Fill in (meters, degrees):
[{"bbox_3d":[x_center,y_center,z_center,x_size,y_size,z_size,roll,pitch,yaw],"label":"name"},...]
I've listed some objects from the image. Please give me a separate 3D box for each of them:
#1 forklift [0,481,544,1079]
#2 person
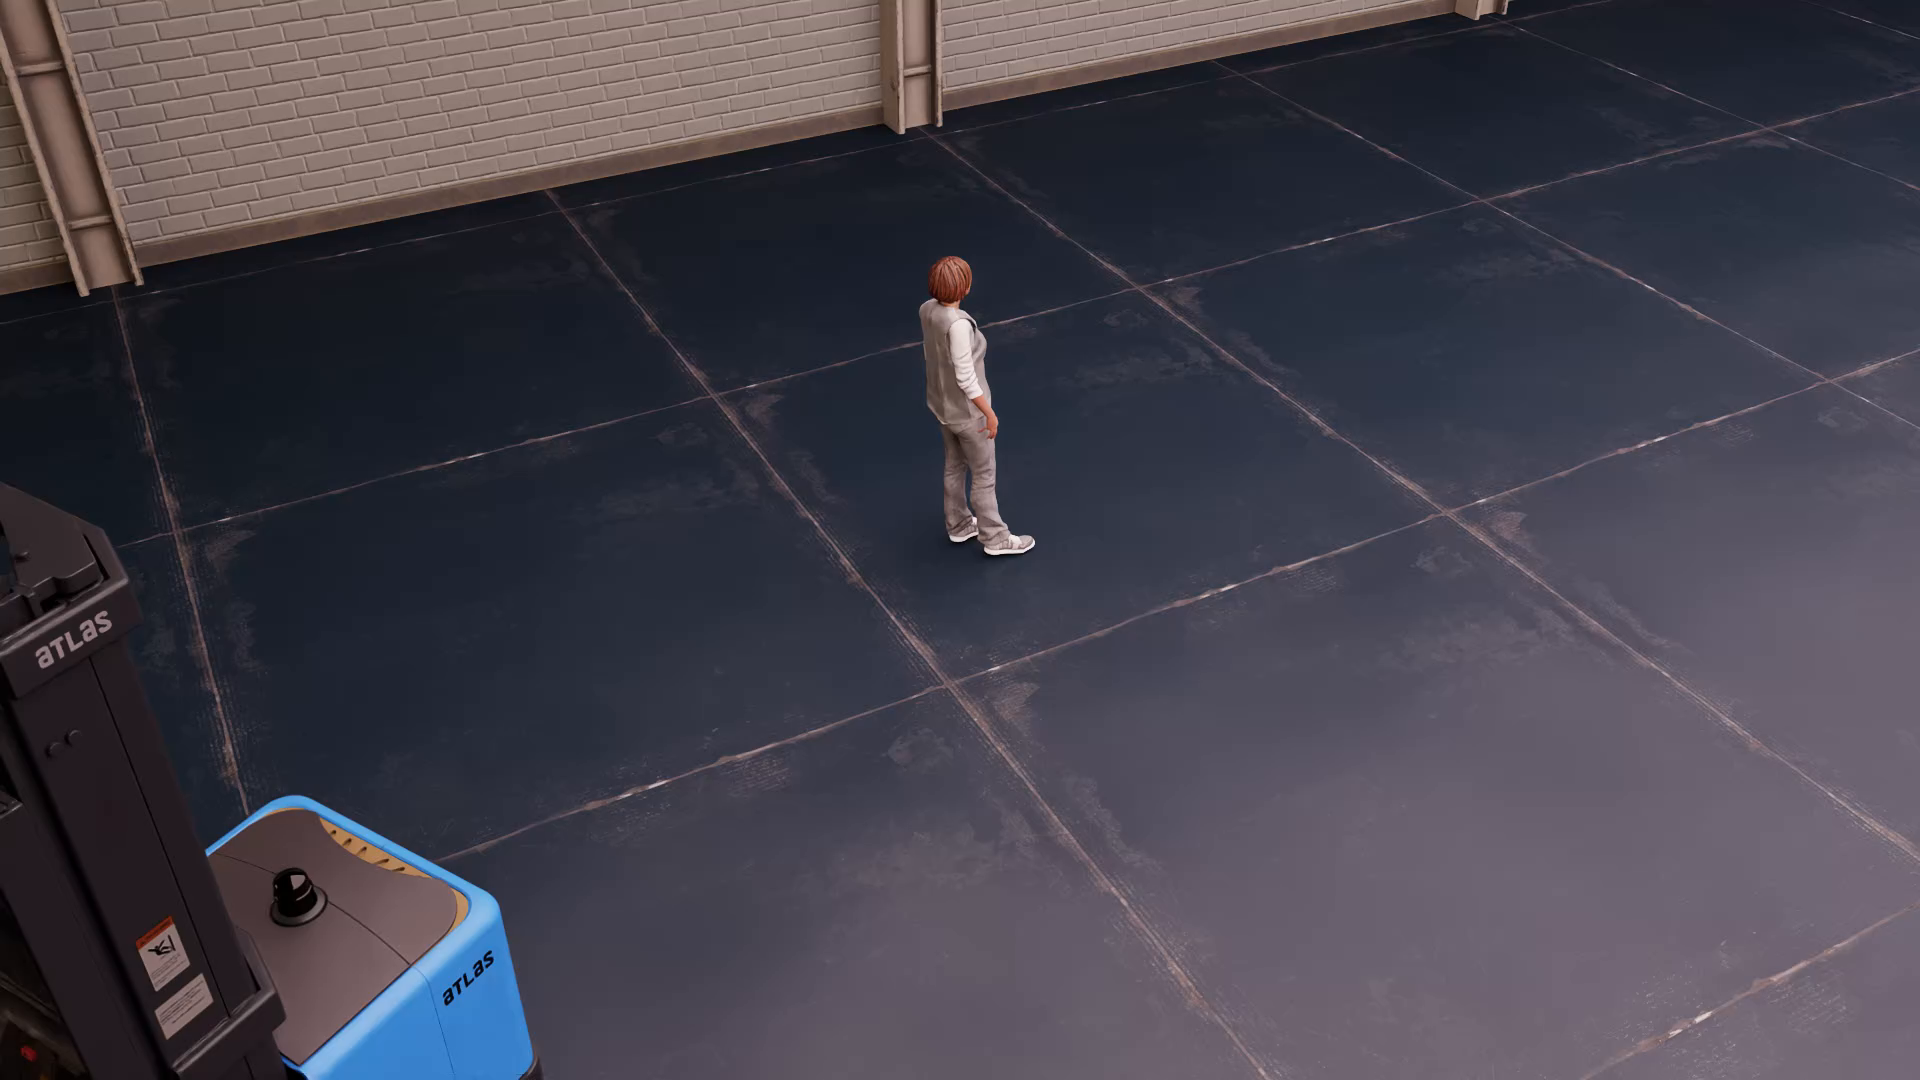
[{"bbox_3d":[-2.625,1.390,4.157,1.130,2.935,3.031,19,40,25],"label":"forklift"},{"bbox_3d":[0.072,-0.671,8.215,0.475,1.597,0.520,-17,39,-23],"label":"person"}]
